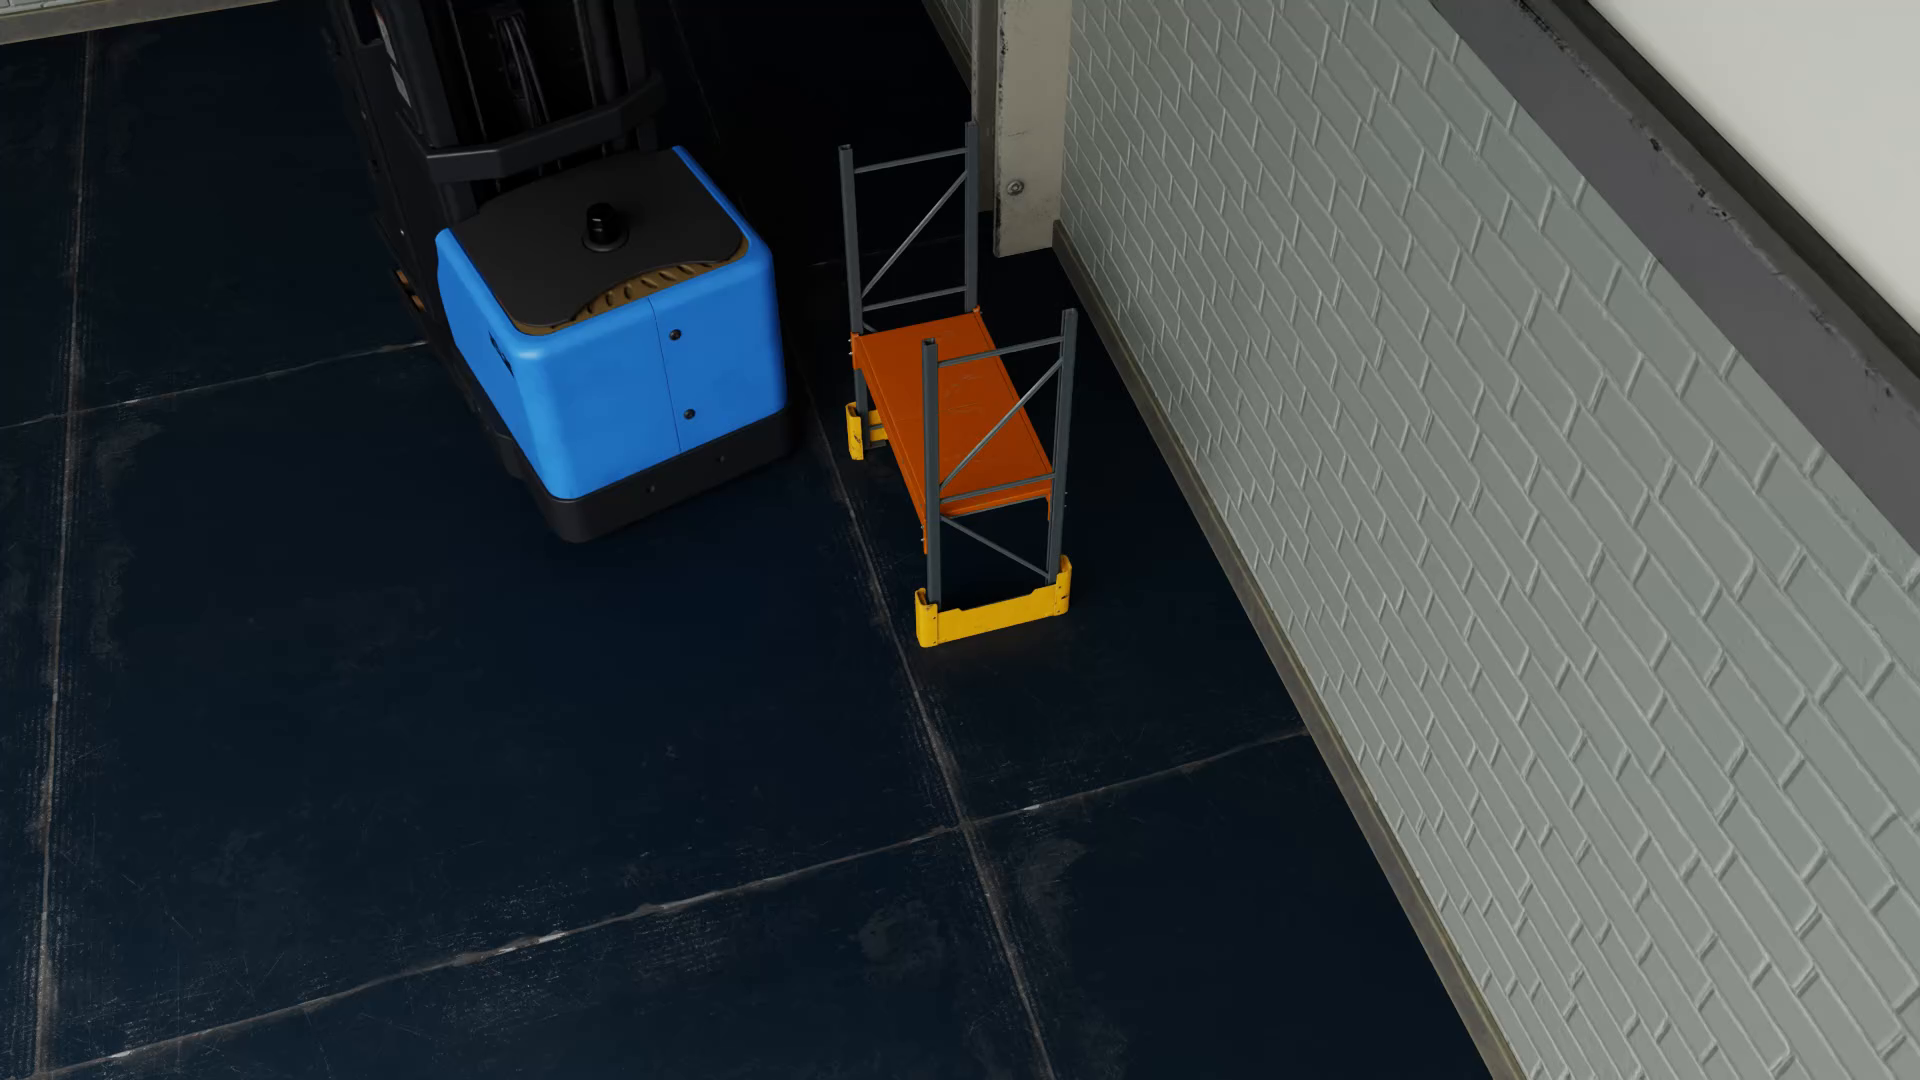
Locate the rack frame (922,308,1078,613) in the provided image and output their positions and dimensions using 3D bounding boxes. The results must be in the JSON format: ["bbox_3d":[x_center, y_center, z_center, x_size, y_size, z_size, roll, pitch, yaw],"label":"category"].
[{"bbox_3d":[0.125,-0.174,5.706,0.500,1.500,0.032,-13,51,-11],"label":"rack frame"}]

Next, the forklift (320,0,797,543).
[{"bbox_3d":[-1.875,-2.049,6.350,1.130,2.935,3.031,-26,54,-20],"label":"forklift"}]

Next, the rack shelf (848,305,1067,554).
[{"bbox_3d":[-0.025,-0.430,6.156,0.538,0.185,1.000,-13,51,-11],"label":"rack shelf"}]

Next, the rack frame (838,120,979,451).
[{"bbox_3d":[-0.176,-0.917,6.332,0.500,1.500,0.032,-13,51,-11],"label":"rack frame"}]

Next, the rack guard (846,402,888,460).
[{"bbox_3d":[-0.170,-0.500,6.798,0.587,0.250,0.087,-13,51,-11],"label":"rack guard"}]

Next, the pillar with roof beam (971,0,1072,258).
[{"bbox_3d":[-3.858,-3.402,3.522,9.100,9.000,0.400,-13,51,-11],"label":"pillar with roof beam"}]

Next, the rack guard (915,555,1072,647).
[{"bbox_3d":[0.125,0.227,6.184,0.587,0.250,0.087,-13,51,-11],"label":"rack guard"}]

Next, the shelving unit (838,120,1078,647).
[{"bbox_3d":[-0.023,-0.539,6.013,0.587,1.500,1.083,-13,51,-11],"label":"shelving unit"}]
